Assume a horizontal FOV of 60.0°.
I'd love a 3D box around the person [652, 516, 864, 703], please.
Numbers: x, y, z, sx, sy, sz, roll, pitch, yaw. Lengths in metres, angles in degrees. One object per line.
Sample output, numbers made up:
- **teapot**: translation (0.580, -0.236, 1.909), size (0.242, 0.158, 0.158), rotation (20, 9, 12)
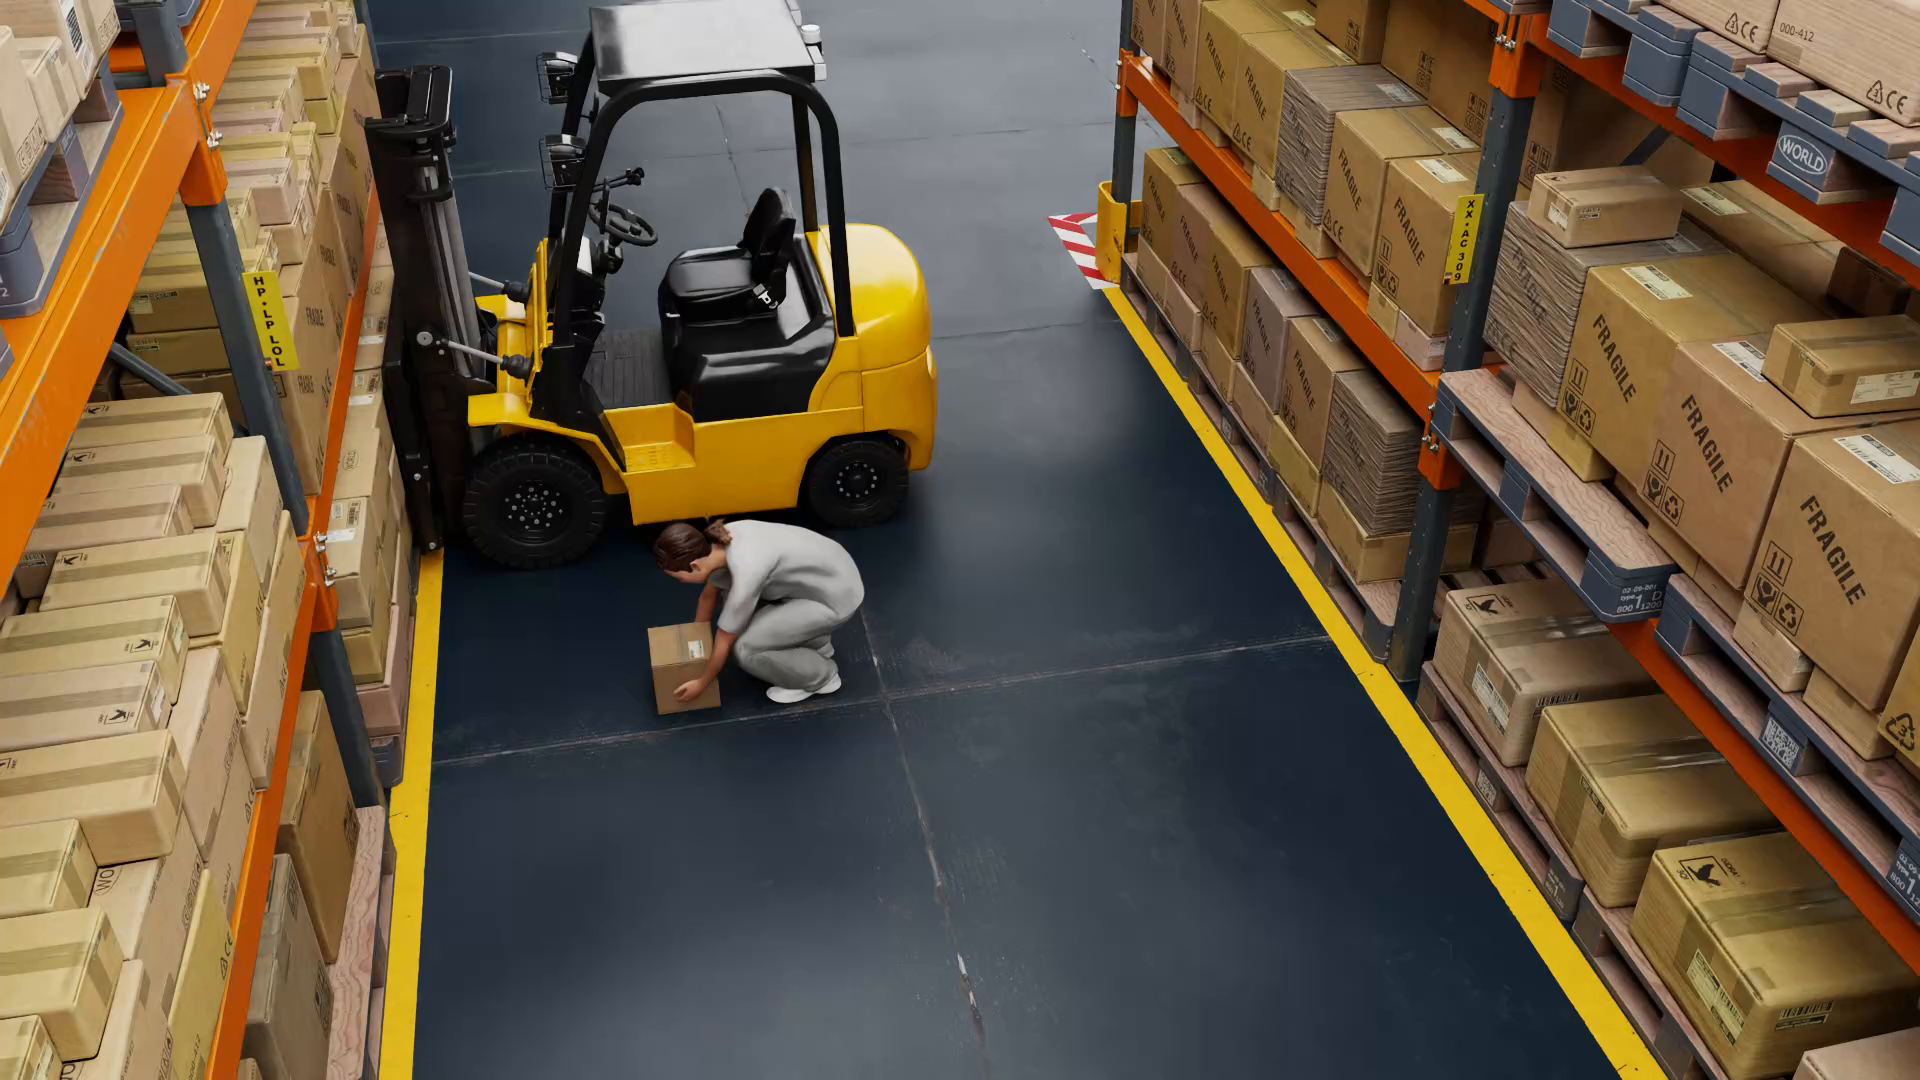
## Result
- **person**: translation (-0.777, 0.235, 6.550), size (0.801, 0.834, 0.481), rotation (-7, 35, -10)
